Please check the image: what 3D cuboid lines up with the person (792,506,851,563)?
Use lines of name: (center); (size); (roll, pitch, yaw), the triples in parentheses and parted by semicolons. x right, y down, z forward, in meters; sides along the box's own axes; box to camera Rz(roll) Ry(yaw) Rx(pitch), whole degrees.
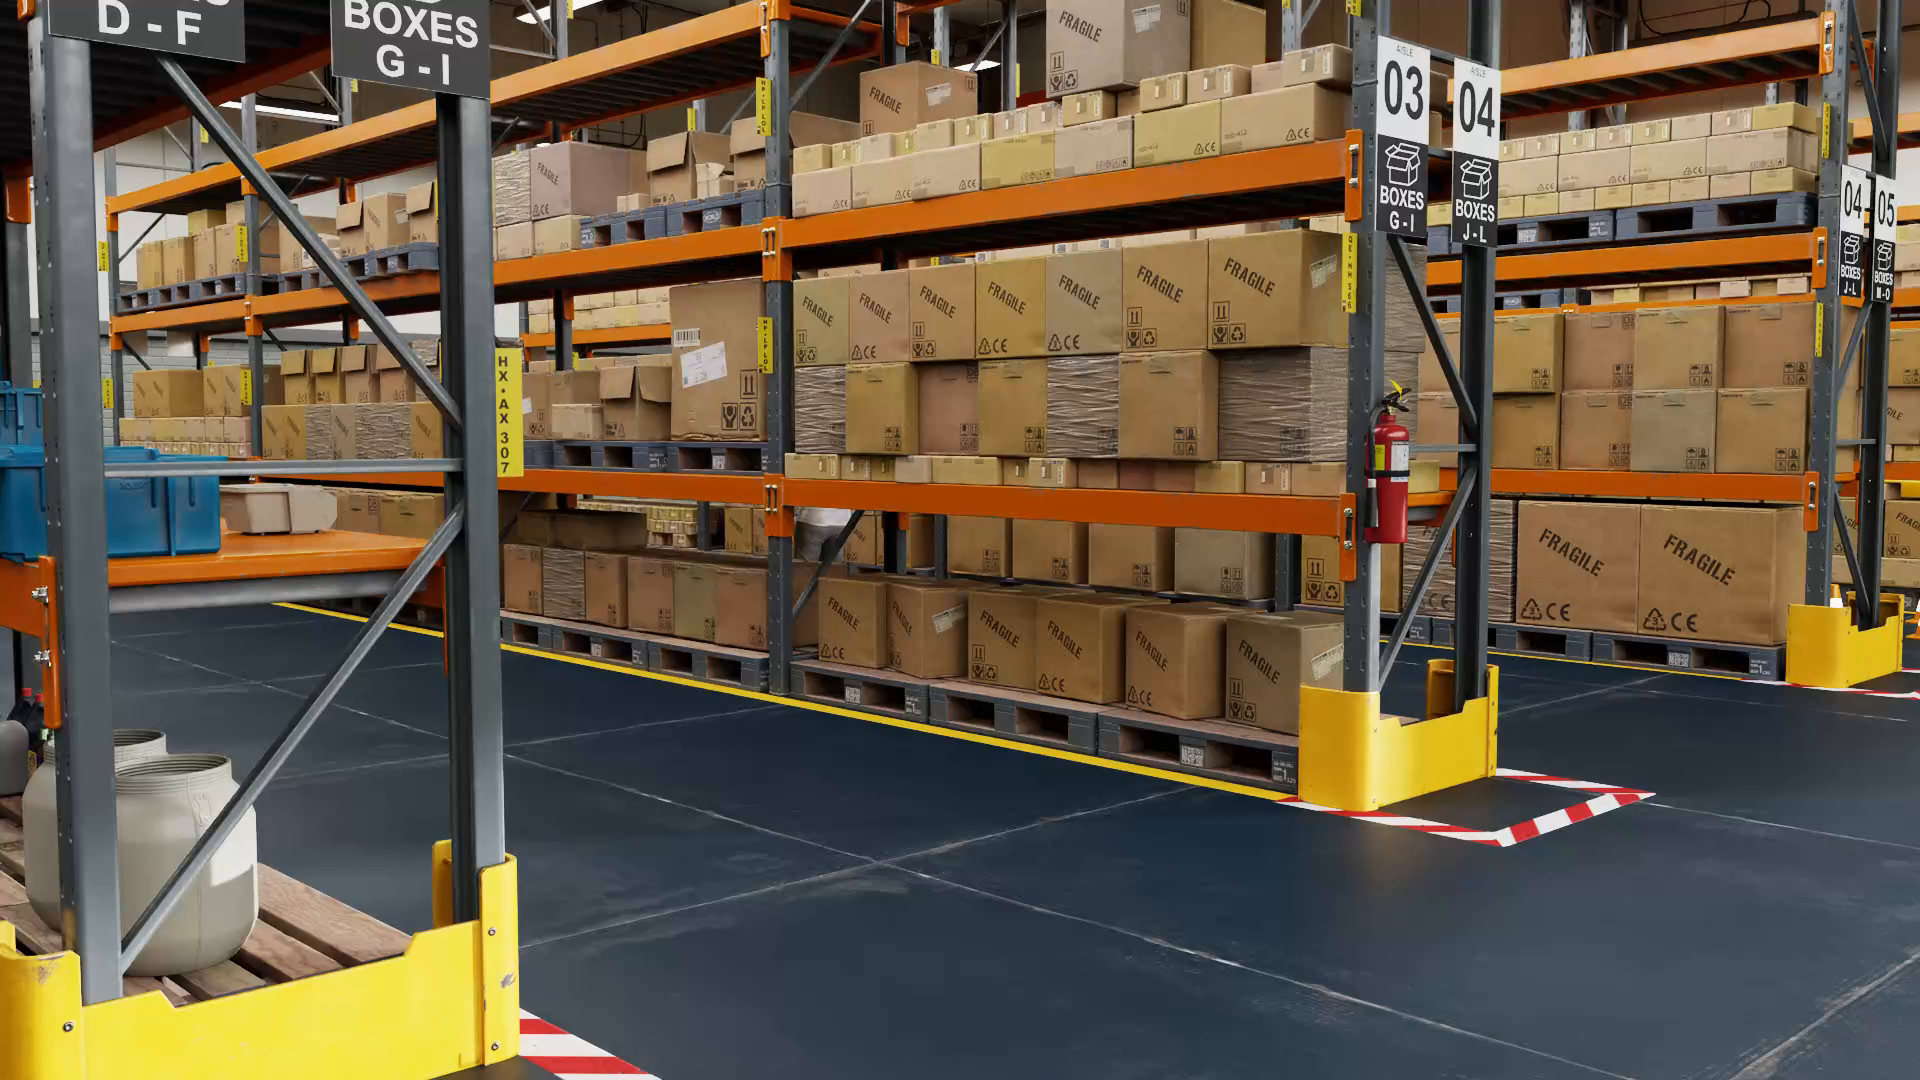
person: (-1.066, -0.136, 12.565); (0.581, 1.772, 0.460); (-4, 5, -43)
